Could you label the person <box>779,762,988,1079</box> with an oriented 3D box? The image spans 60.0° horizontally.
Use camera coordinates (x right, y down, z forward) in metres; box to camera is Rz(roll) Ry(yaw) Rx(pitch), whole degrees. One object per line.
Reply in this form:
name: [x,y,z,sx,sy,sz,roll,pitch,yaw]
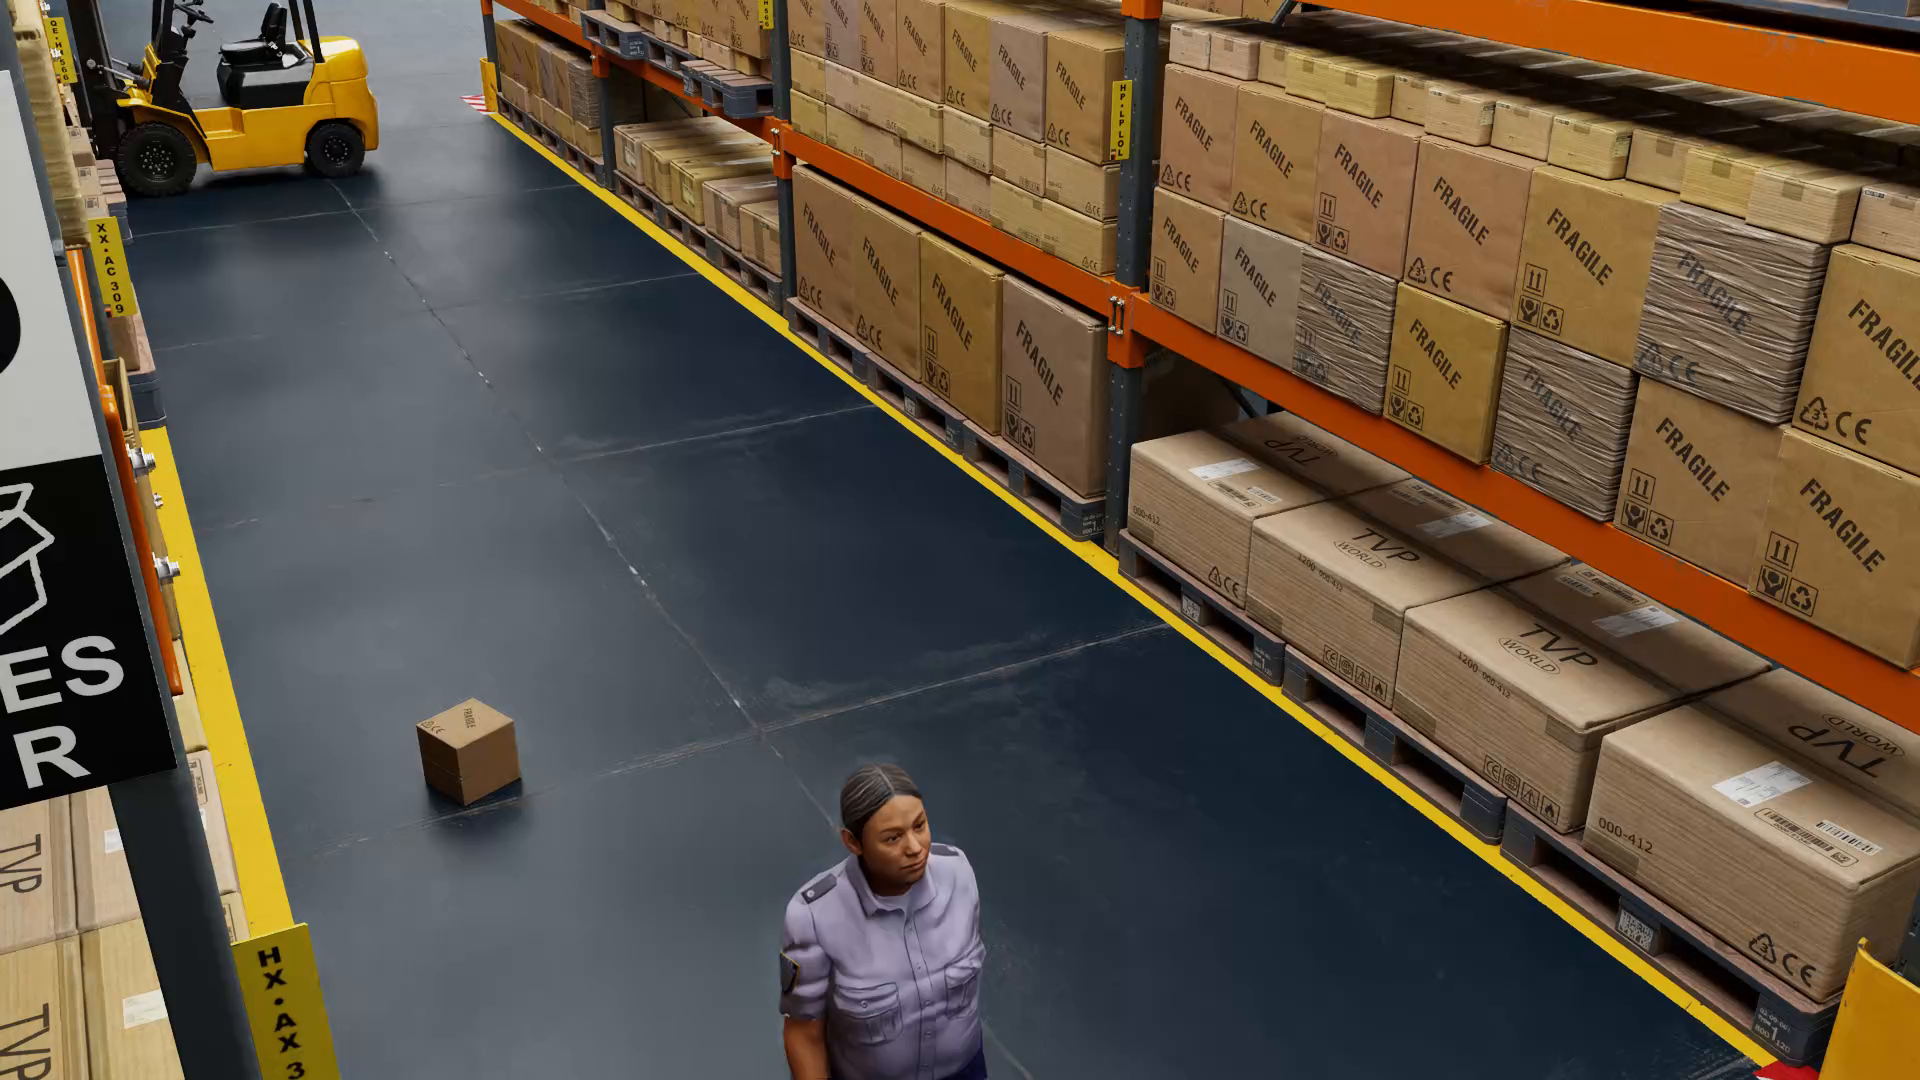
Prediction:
person: [-0.125,1.218,3.567,0.482,1.586,0.984,-10,28,-20]
